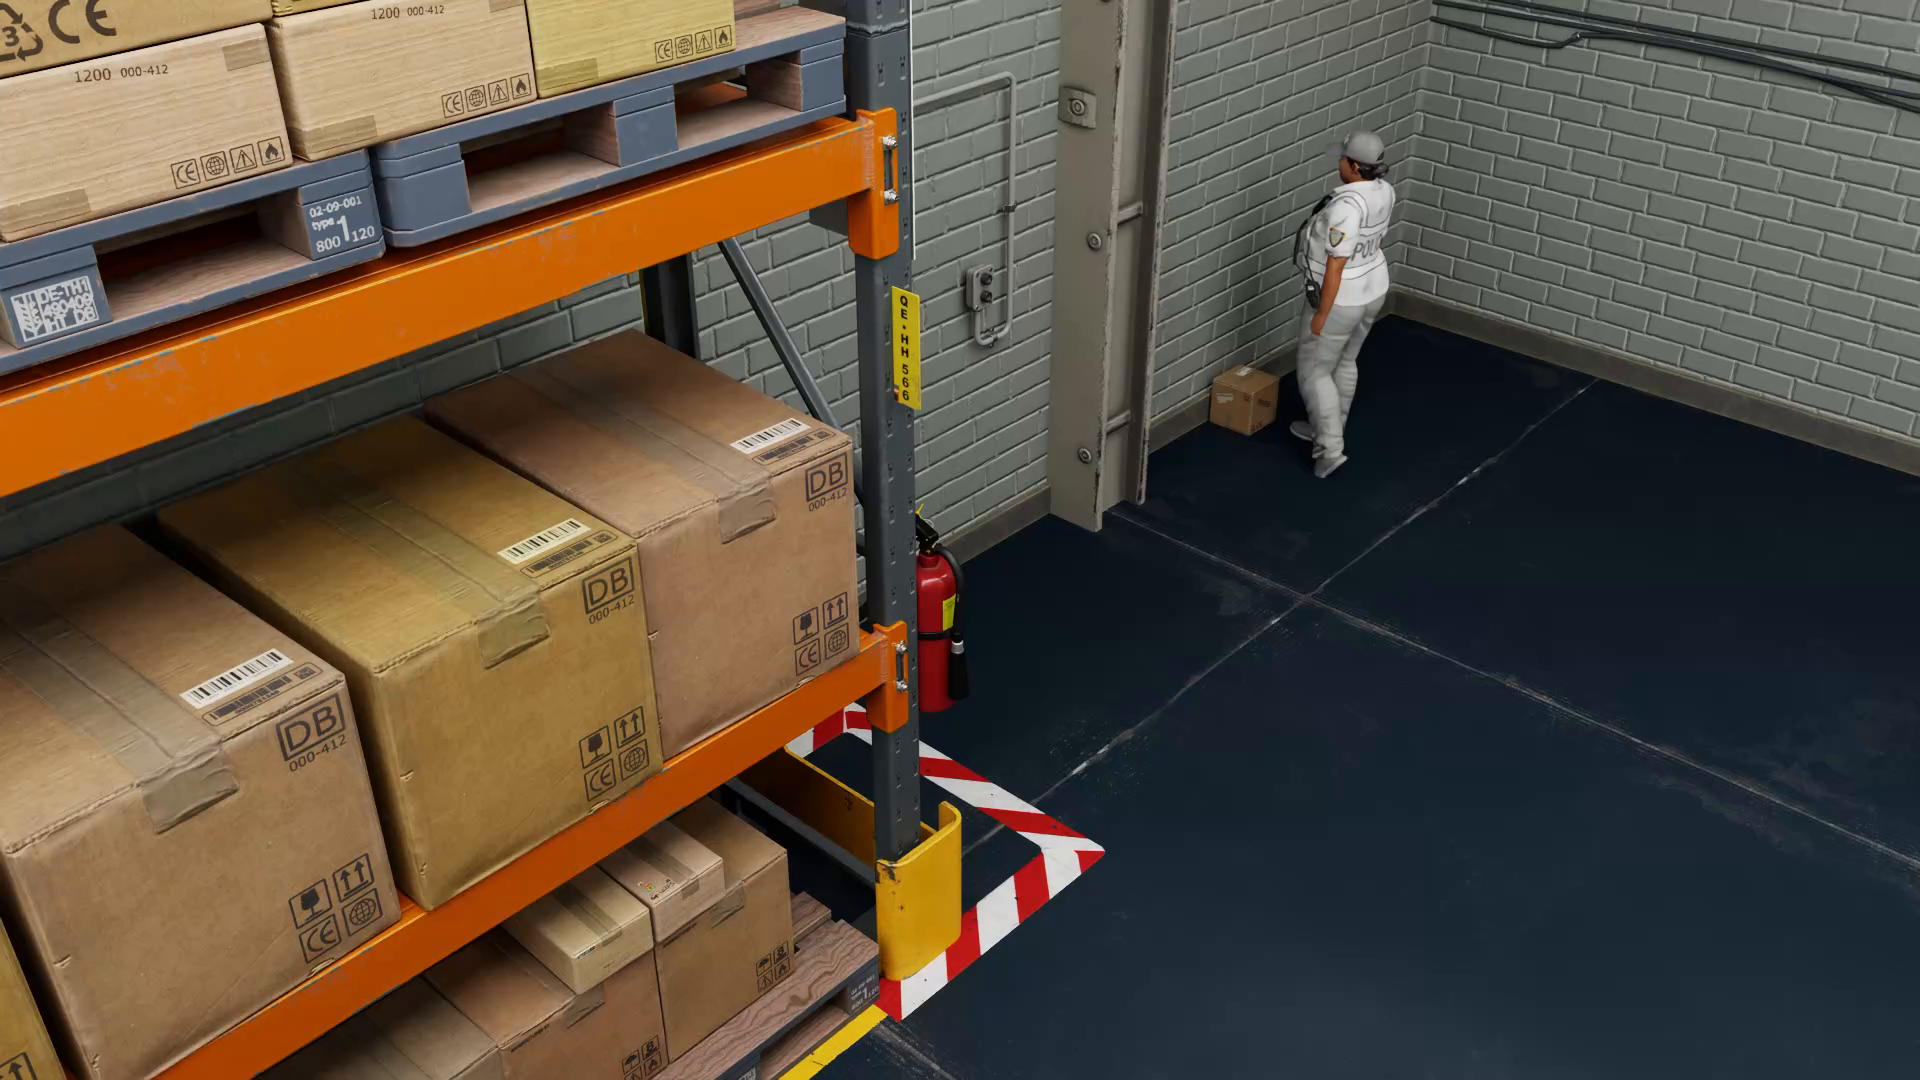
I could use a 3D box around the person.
[{"bbox_3d":[1.840,-1.134,8.046,0.474,1.733,0.492,25,40,35],"label":"person"}]
